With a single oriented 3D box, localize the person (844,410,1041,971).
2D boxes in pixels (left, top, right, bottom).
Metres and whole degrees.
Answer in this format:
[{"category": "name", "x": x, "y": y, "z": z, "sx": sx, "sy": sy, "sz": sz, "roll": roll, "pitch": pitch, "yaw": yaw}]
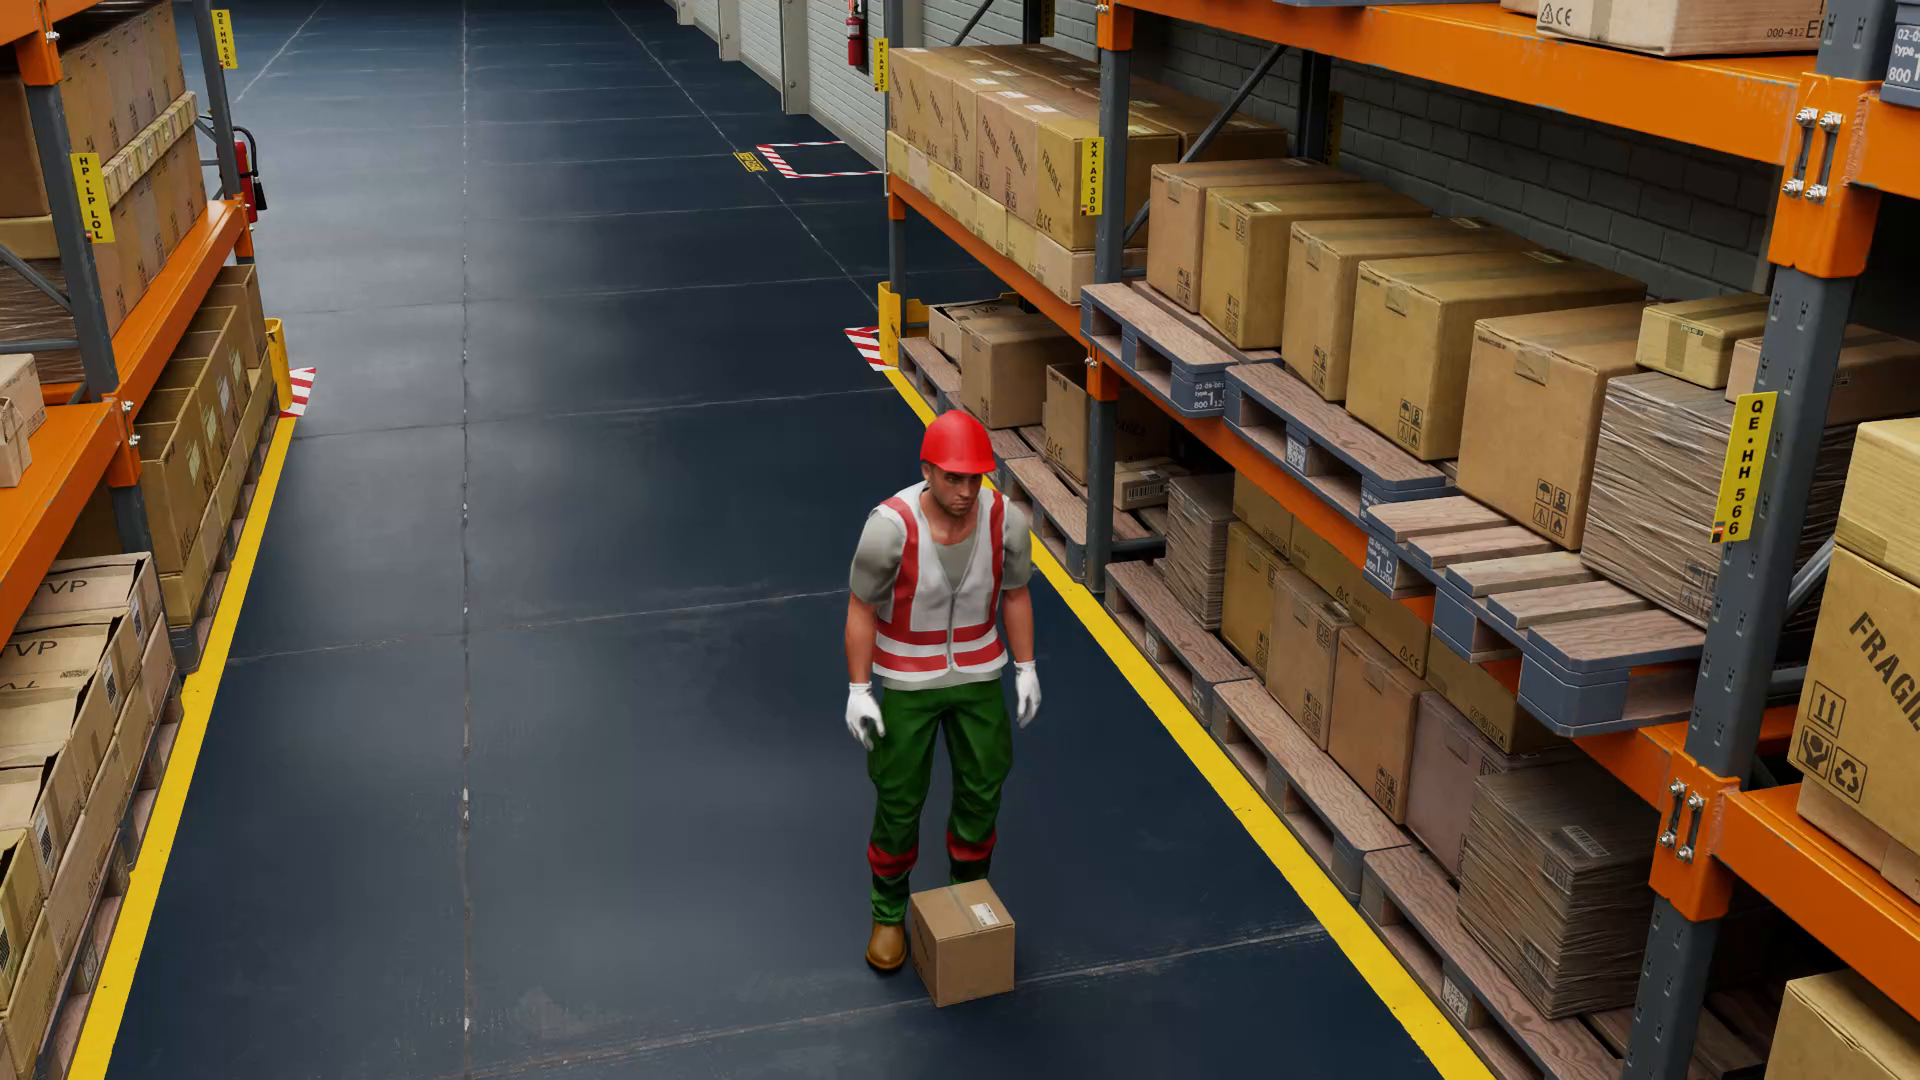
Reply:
[{"category": "person", "x": -0.047, "y": 0.446, "z": 5.009, "sx": 0.618, "sy": 1.779, "sz": 0.455, "roll": -7, "pitch": 24, "yaw": -15}]
